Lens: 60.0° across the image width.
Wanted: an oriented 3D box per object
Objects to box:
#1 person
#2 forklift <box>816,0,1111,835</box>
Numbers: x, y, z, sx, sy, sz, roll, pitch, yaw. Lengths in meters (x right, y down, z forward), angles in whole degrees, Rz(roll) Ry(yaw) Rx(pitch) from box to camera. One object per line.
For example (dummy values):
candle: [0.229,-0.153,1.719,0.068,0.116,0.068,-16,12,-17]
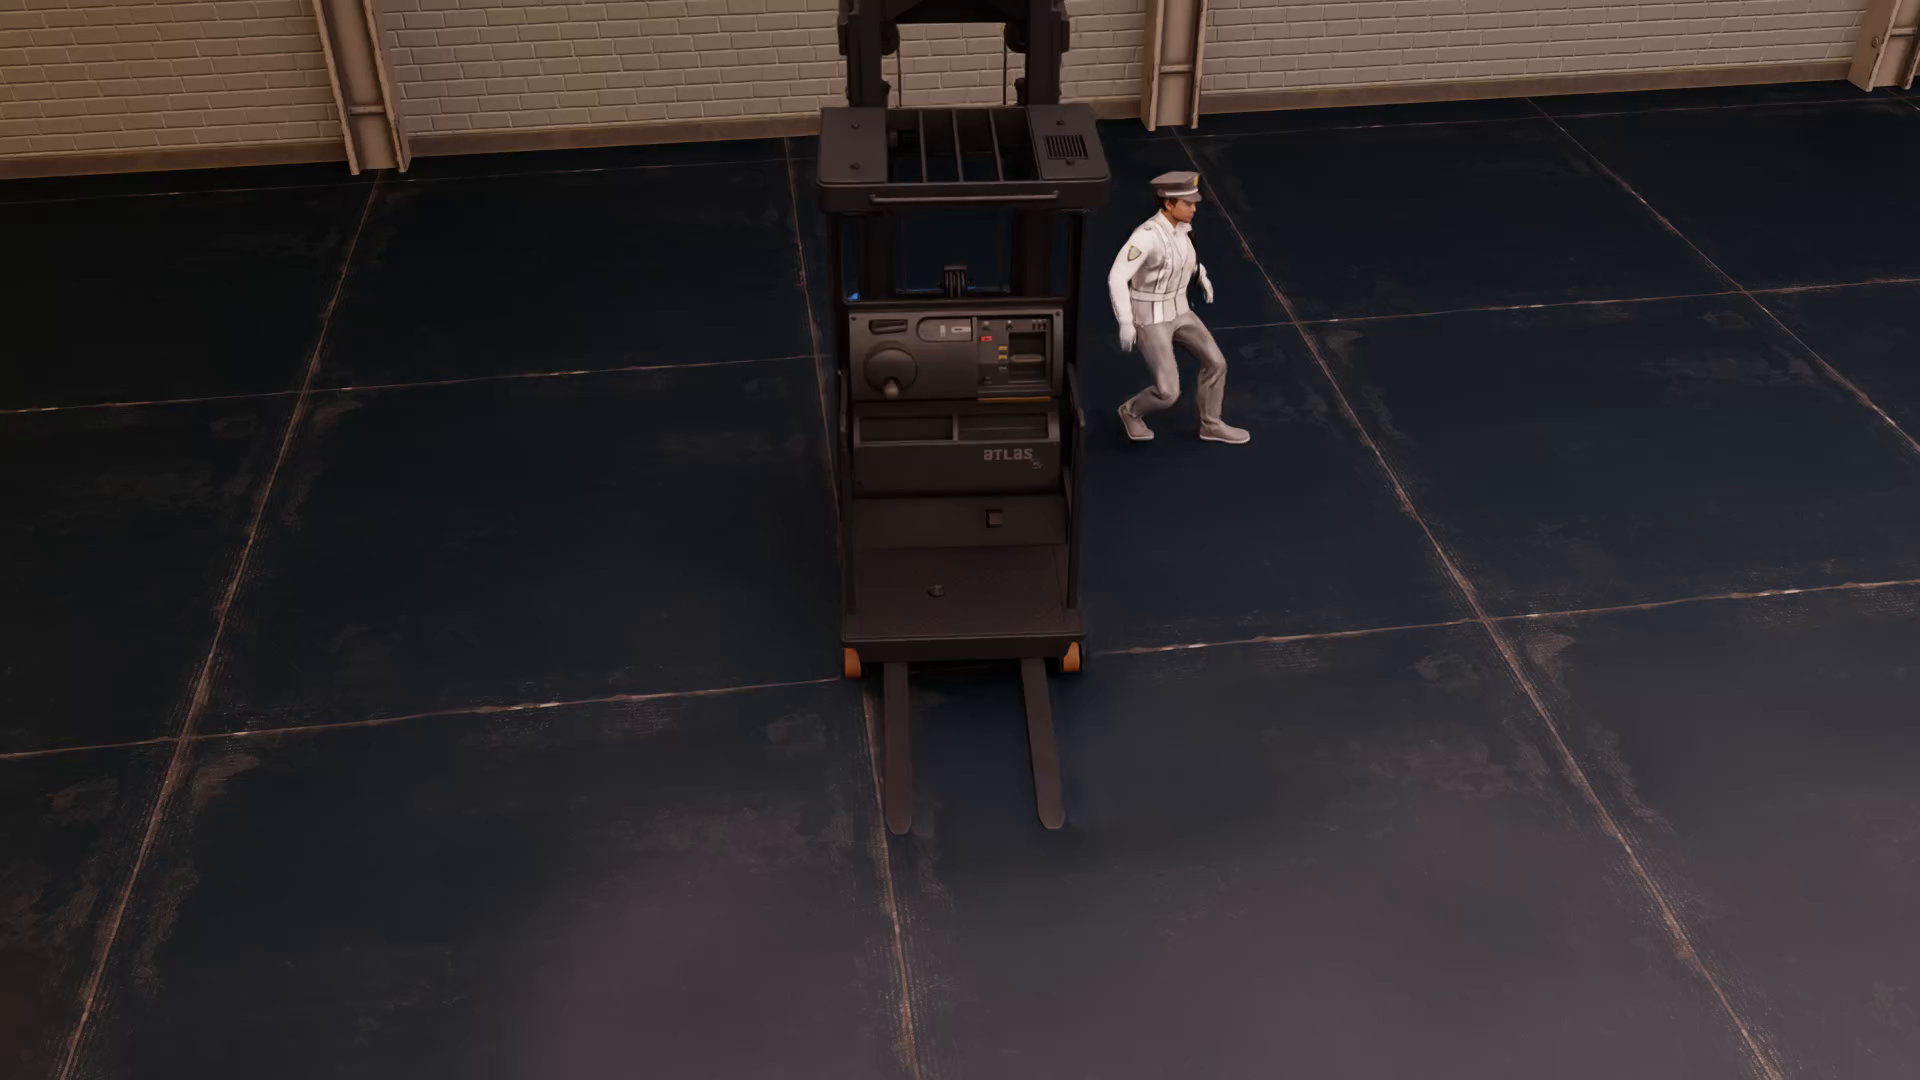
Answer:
person: [1.147,-1.155,8.767,0.638,1.581,0.897,28,44,33]
forklift: [-0.003,-0.744,7.054,1.130,2.935,3.031,-2,36,-2]
